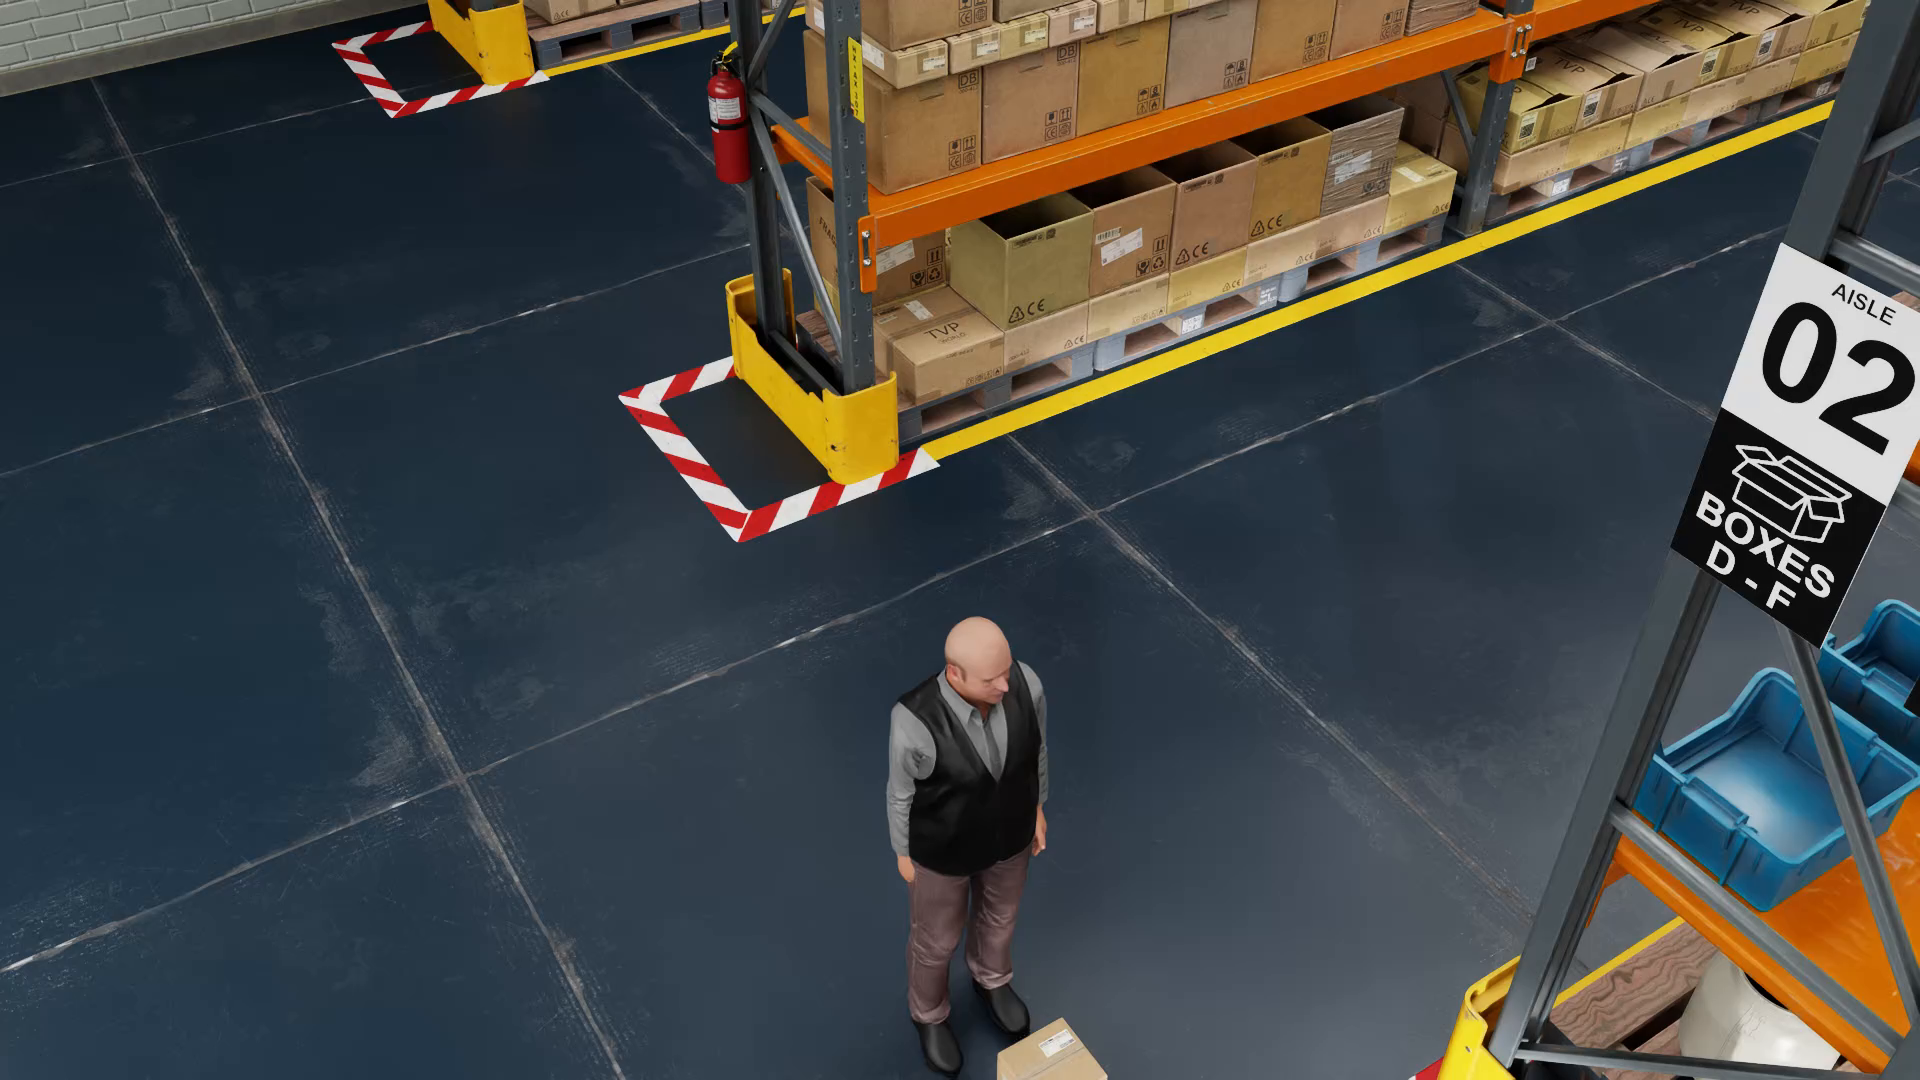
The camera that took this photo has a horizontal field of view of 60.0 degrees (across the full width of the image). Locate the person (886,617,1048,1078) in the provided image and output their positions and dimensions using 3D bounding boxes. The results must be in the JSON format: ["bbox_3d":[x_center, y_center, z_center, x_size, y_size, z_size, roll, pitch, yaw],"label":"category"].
[{"bbox_3d":[0.058,0.962,5.131,0.536,1.634,0.406,-22,45,-24],"label":"person"}]
